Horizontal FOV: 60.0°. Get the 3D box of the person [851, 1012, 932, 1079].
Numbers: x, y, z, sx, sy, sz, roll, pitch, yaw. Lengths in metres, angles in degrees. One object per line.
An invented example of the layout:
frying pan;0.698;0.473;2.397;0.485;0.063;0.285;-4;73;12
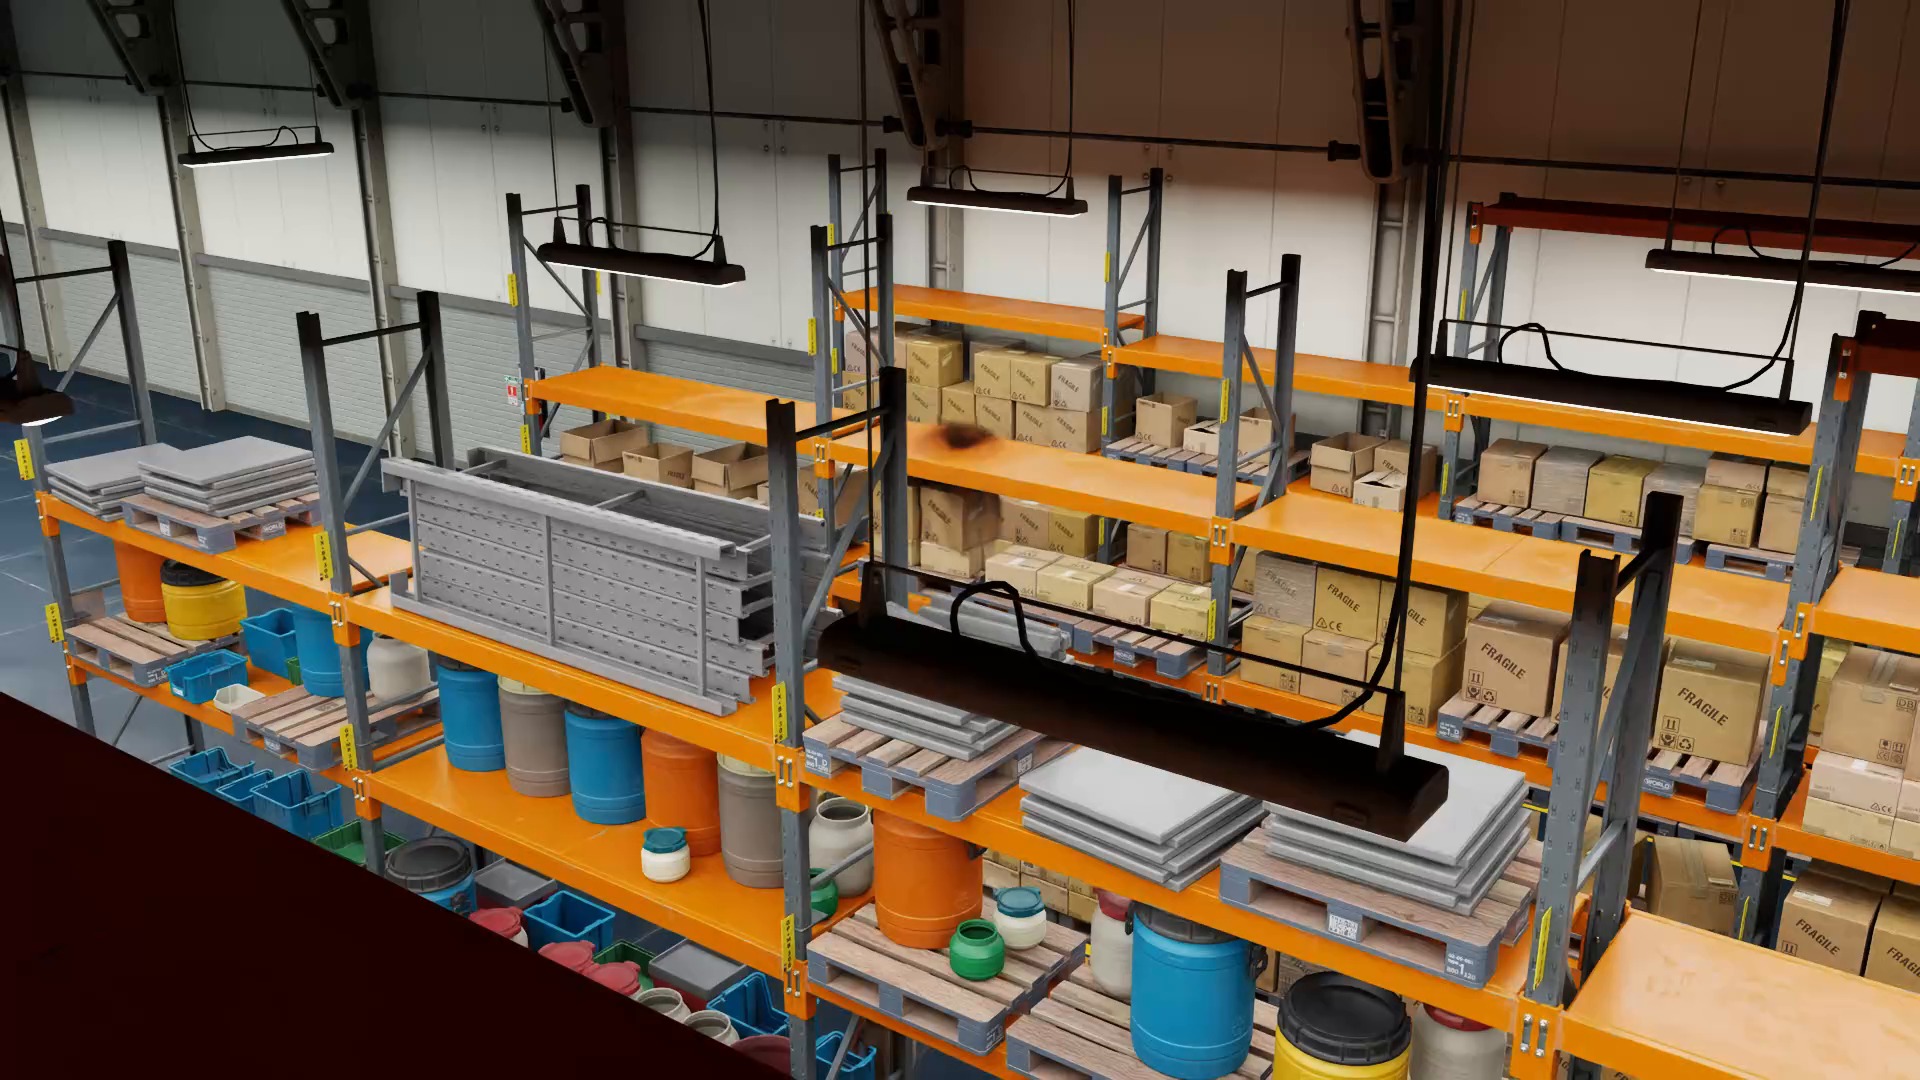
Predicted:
person;-0.469;3.537;11.847;0.556;1.706;0.529;10;21;28
